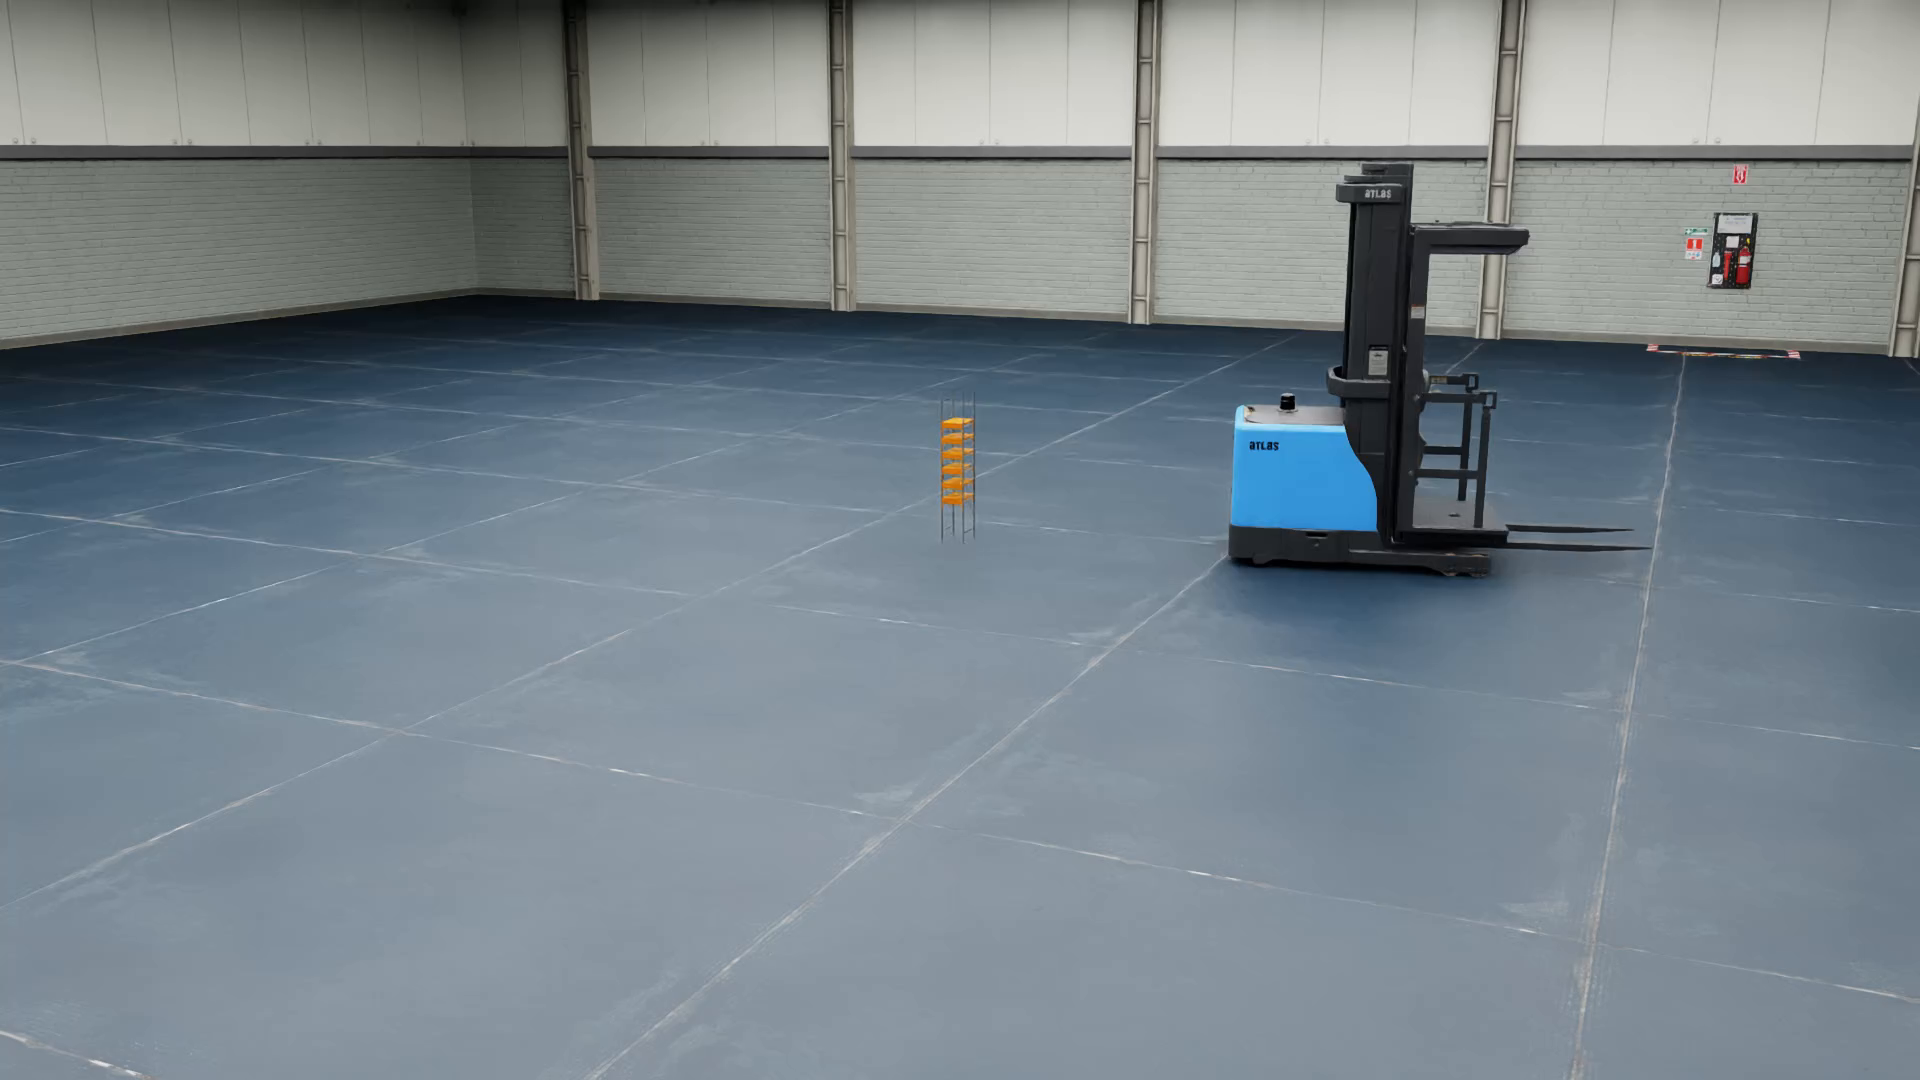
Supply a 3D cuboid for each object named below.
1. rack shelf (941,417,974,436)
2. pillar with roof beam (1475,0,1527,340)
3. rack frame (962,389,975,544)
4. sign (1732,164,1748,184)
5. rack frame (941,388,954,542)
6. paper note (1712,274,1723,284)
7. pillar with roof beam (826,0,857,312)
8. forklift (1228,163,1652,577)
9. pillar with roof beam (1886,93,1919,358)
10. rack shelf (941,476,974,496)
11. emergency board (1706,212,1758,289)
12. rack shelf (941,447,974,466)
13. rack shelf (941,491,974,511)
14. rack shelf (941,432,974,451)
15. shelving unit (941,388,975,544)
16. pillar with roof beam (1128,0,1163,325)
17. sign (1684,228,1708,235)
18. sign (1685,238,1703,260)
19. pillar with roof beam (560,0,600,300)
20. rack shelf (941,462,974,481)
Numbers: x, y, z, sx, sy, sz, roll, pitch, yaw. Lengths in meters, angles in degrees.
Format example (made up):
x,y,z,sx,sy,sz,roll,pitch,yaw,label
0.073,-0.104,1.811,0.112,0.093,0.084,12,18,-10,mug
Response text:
x,y,z,sx,sy,sz,roll,pitch,yaw,label
-0.013,-0.893,13.051,0.180,0.103,0.258,6,14,23,rack shelf
6.985,-6.814,22.594,0.400,9.000,9.100,6,14,23,pillar with roof beam
0.070,-0.577,13.087,0.006,1.200,0.240,6,14,23,rack frame
12.004,-5.624,25.581,0.199,0.298,0.001,6,14,23,sign
-0.097,-0.594,13.160,0.006,1.200,0.240,6,14,23,rack frame
11.837,-4.076,25.986,0.142,0.148,0.016,6,14,23,paper note
-3.987,-7.924,27.326,0.400,9.000,9.100,6,14,23,pillar with roof beam
3.578,-1.286,12.321,3.031,2.935,1.130,2,13,9,forklift
12.471,-6.259,20.228,0.400,9.000,9.100,6,14,23,pillar with roof beam
-0.013,-0.425,13.161,0.180,0.103,0.258,6,14,23,rack shelf
11.971,-4.474,25.754,0.643,1.169,0.194,6,14,23,emergency board
-0.013,-0.659,13.106,0.180,0.103,0.258,6,14,23,rack shelf
-0.013,-0.309,13.188,0.180,0.103,0.258,6,14,23,rack shelf
-0.013,-0.776,13.079,0.180,0.103,0.258,6,14,23,rack shelf
-0.013,-0.585,13.123,0.189,1.200,0.258,6,14,23,shelving unit
1.499,-7.369,24.960,0.400,9.000,9.100,6,14,23,pillar with roof beam
11.507,-4.819,25.989,0.331,0.109,0.001,6,14,23,sign
11.507,-4.564,26.060,0.234,0.329,0.001,6,14,23,sign
-9.472,-8.479,29.692,0.400,9.000,9.100,6,14,23,pillar with roof beam
-0.013,-0.542,13.134,0.180,0.103,0.258,6,14,23,rack shelf
